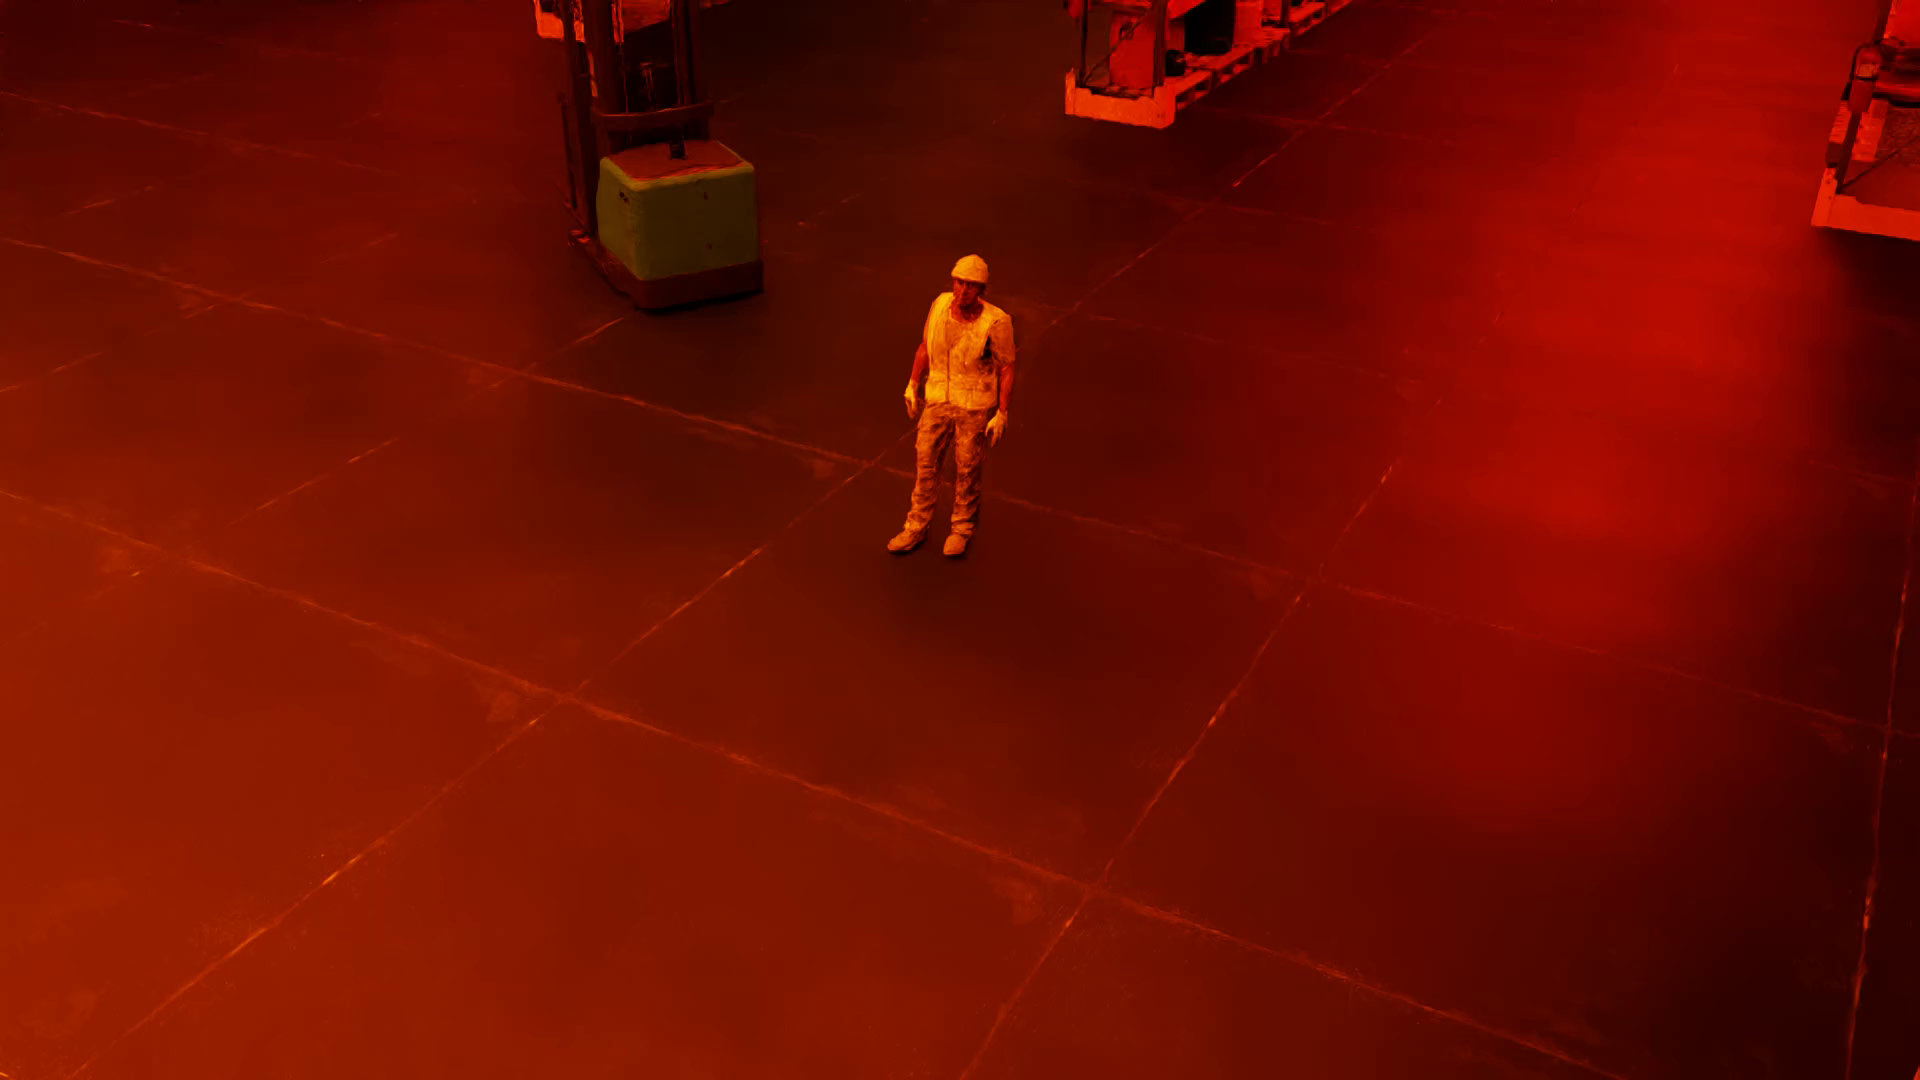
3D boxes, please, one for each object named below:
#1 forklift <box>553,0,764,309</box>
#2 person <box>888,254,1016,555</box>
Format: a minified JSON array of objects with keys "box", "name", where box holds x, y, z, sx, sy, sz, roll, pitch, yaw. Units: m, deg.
[{"box":[-2.723,-3.783,13.626,1.130,2.935,3.031,-15,33,-24],"name":"forklift"},{"box":[-0.042,-0.746,9.503,0.655,1.777,0.575,15,33,25],"name":"person"}]
